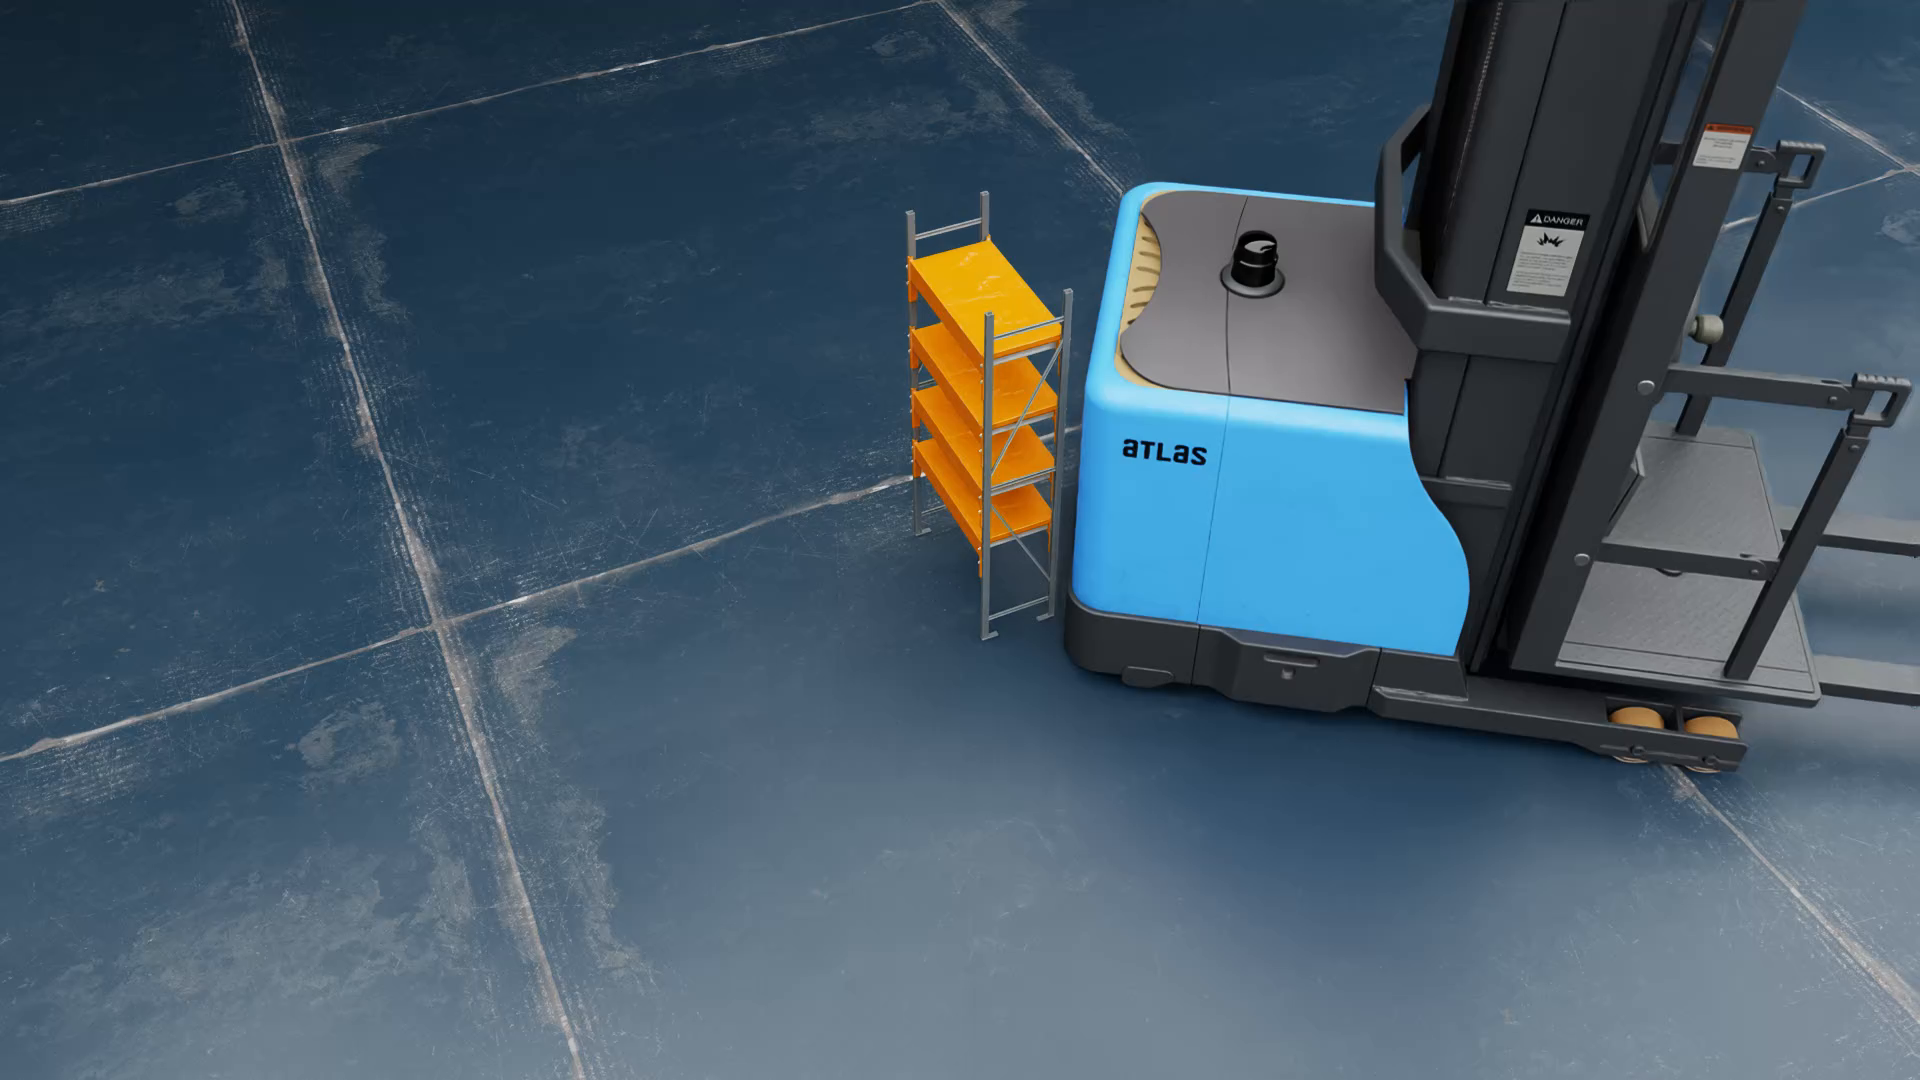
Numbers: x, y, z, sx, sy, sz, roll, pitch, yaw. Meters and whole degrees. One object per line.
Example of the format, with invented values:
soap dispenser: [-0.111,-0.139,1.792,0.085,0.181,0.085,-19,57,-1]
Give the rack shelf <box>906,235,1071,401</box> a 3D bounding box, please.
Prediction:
rack shelf: [0.070,-0.601,4.446,0.258,0.148,0.480,-18,47,-17]

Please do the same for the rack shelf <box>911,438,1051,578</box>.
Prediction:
rack shelf: [0.070,-0.132,4.908,0.258,0.148,0.480,-18,47,-17]

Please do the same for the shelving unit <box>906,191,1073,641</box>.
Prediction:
shelving unit: [0.070,-0.322,4.722,0.258,1.200,0.503,-18,47,-17]

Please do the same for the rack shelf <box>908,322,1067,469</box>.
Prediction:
rack shelf: [0.070,-0.433,4.612,0.258,0.148,0.480,-18,47,-17]

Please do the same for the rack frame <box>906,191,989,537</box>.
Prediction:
rack frame: [-0.033,-0.477,4.879,0.240,1.200,0.015,-18,47,-17]

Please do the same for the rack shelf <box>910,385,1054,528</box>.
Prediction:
rack shelf: [0.070,-0.274,4.769,0.258,0.148,0.480,-18,47,-17]

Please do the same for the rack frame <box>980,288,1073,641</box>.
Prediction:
rack frame: [0.172,-0.166,4.564,0.240,1.200,0.015,-18,47,-17]

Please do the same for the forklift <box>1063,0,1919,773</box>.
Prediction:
forklift: [1.867,-0.806,3.980,3.031,2.935,1.130,7,45,7]
